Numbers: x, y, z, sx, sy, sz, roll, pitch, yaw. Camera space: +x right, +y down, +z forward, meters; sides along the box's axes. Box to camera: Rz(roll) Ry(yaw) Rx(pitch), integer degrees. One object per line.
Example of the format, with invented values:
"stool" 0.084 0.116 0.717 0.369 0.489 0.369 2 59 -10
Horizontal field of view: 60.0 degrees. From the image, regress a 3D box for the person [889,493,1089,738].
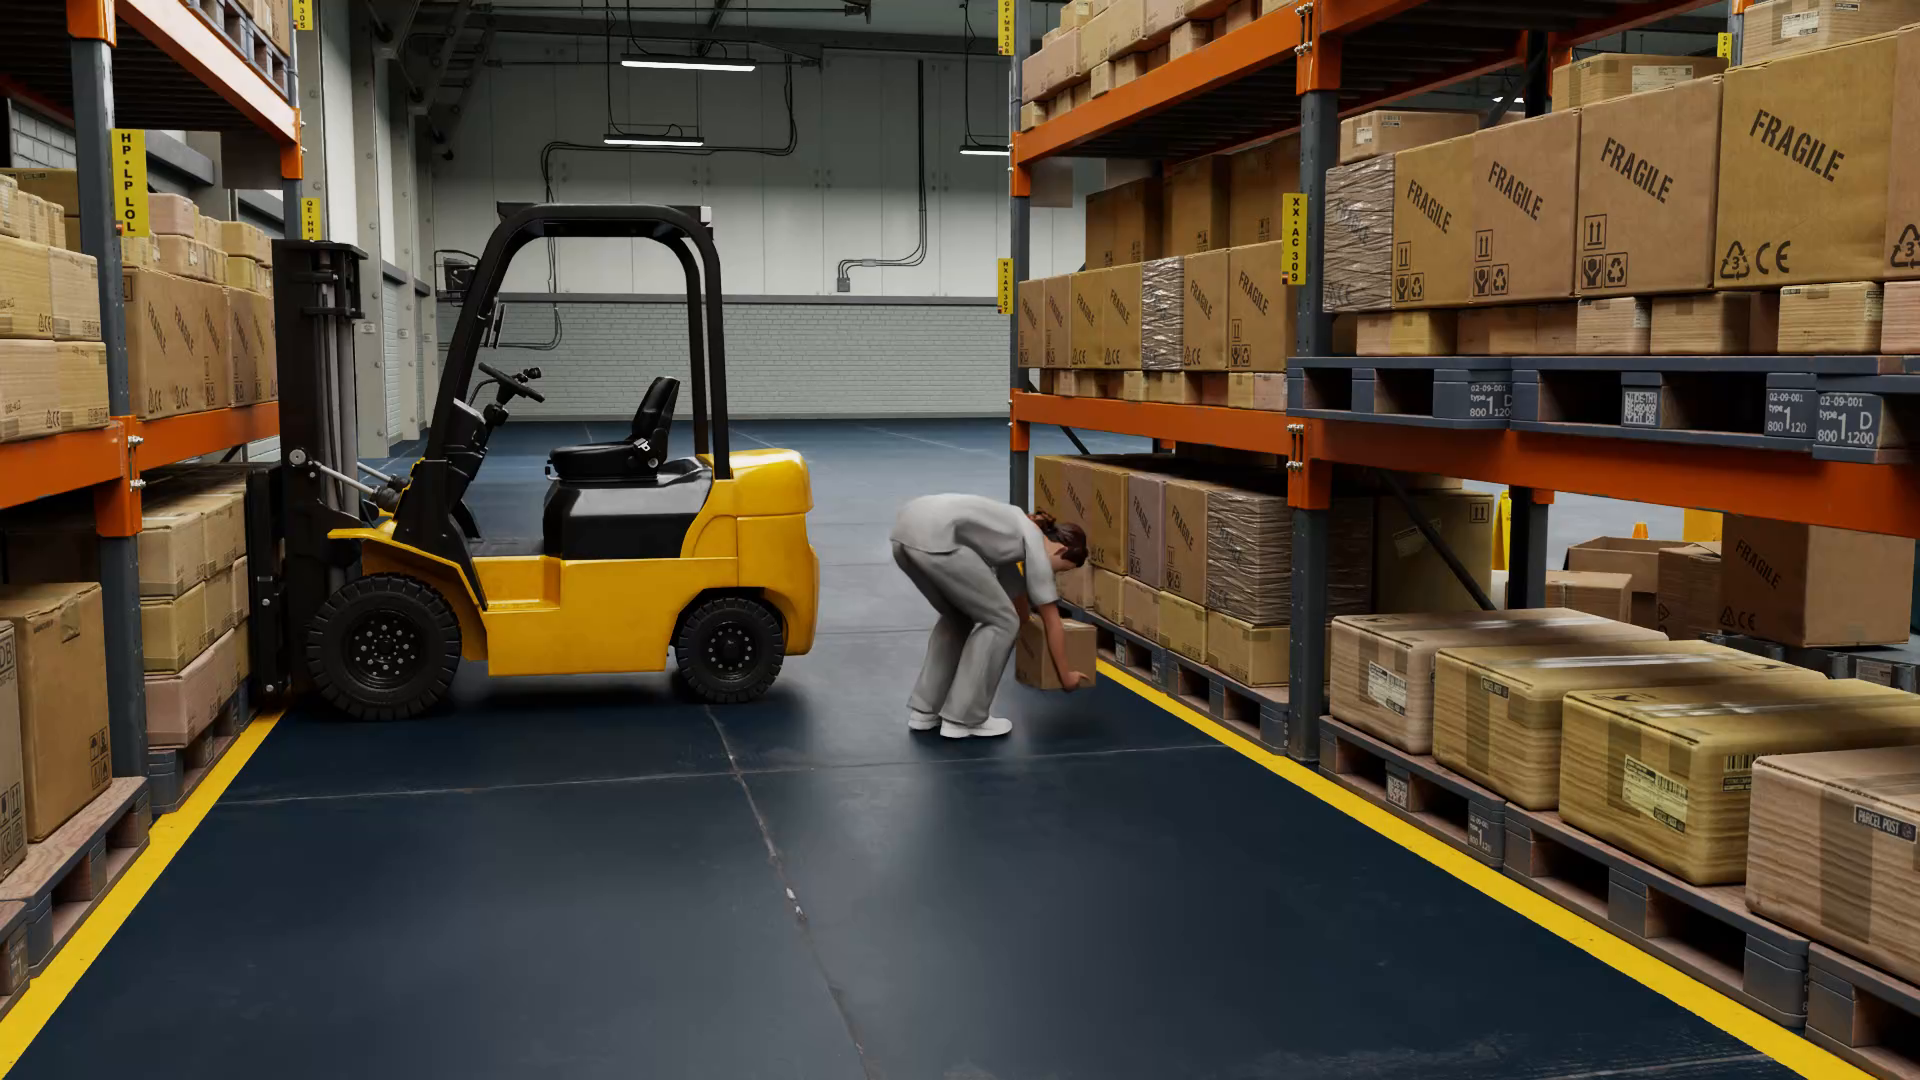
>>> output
"person" 0.132 0.287 6.760 0.859 0.970 0.450 -3 7 -28
